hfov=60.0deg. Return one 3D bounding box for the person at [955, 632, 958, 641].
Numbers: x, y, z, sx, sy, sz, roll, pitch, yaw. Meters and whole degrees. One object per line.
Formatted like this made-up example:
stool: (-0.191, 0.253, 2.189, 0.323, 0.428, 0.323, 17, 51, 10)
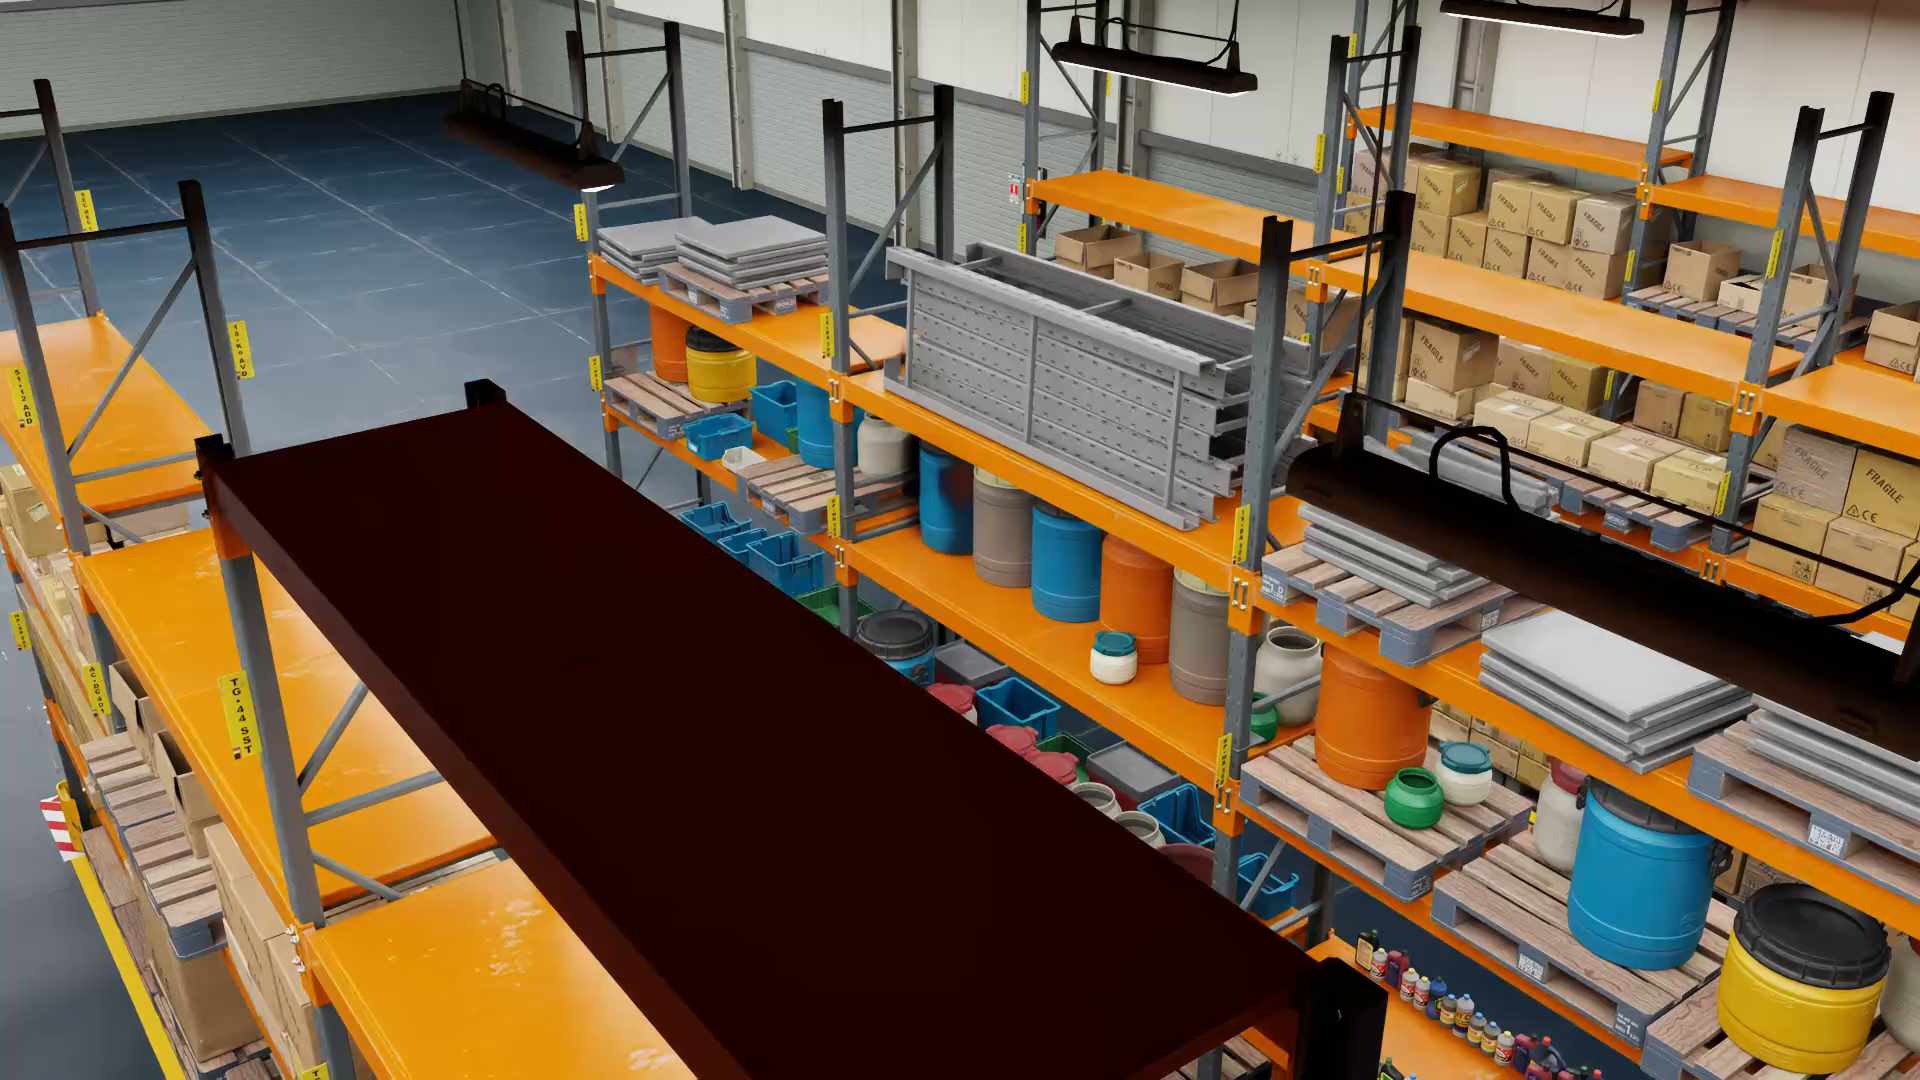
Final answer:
person: (-0.156, 0.541, 15.885, 0.323, 1.604, 0.520, -9, 26, -19)
